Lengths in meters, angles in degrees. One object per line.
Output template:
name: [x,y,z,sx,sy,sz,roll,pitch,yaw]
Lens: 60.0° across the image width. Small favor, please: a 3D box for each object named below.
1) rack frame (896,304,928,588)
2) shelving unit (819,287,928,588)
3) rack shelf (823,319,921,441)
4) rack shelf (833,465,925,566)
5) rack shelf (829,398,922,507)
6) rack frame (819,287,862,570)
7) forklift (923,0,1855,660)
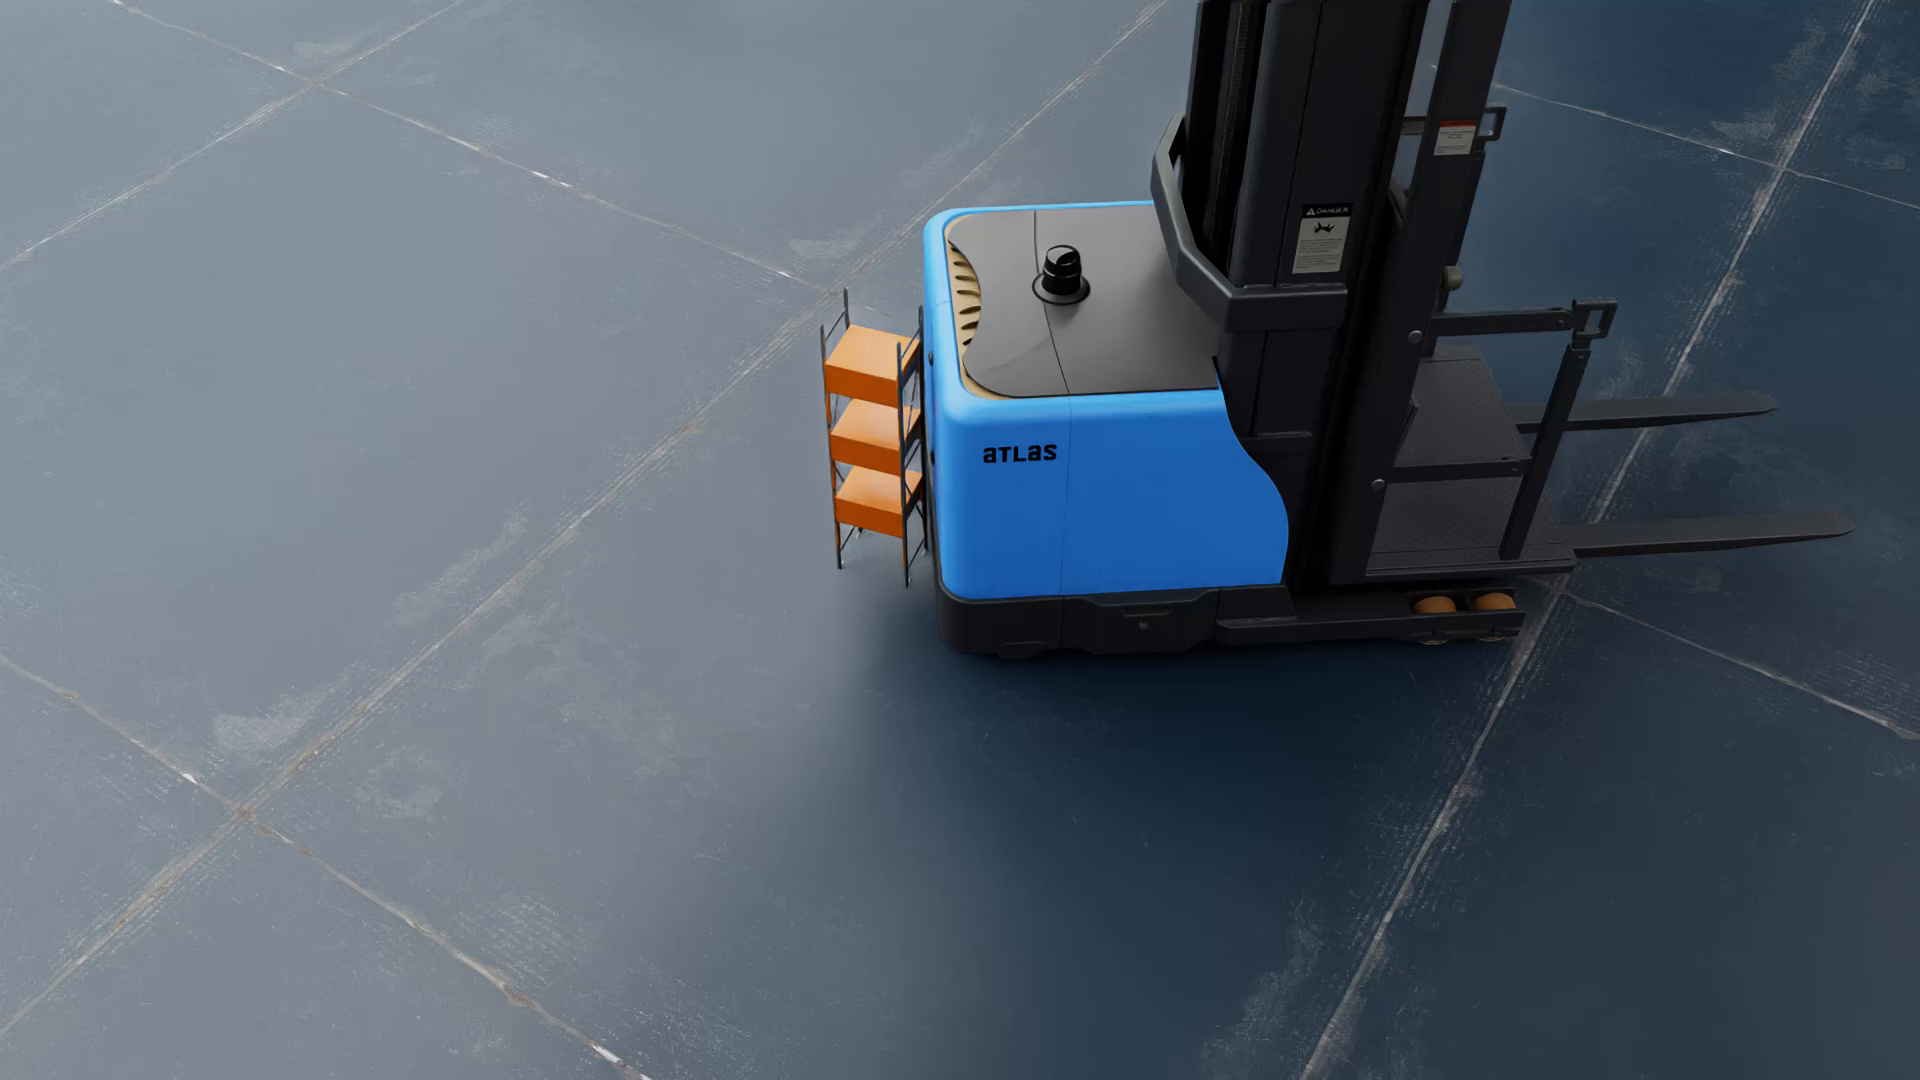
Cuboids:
rack frame: [-0.148,-0.272,5.282,0.008,1.050,0.200,14,48,14]
shelving unit: [-0.263,-0.301,5.311,0.252,1.050,0.215,14,48,14]
rack shelf: [-0.263,-0.492,5.115,0.240,0.259,0.215,14,48,14]
rack shelf: [-0.263,-0.100,5.518,0.240,0.259,0.215,14,48,14]
rack shelf: [-0.263,-0.294,5.318,0.240,0.259,0.215,14,48,14]
rack frame: [-0.378,-0.331,5.340,0.008,1.050,0.200,14,48,14]
forklift: [1.413,-1.059,4.735,3.031,2.935,1.130,-3,46,-3]
